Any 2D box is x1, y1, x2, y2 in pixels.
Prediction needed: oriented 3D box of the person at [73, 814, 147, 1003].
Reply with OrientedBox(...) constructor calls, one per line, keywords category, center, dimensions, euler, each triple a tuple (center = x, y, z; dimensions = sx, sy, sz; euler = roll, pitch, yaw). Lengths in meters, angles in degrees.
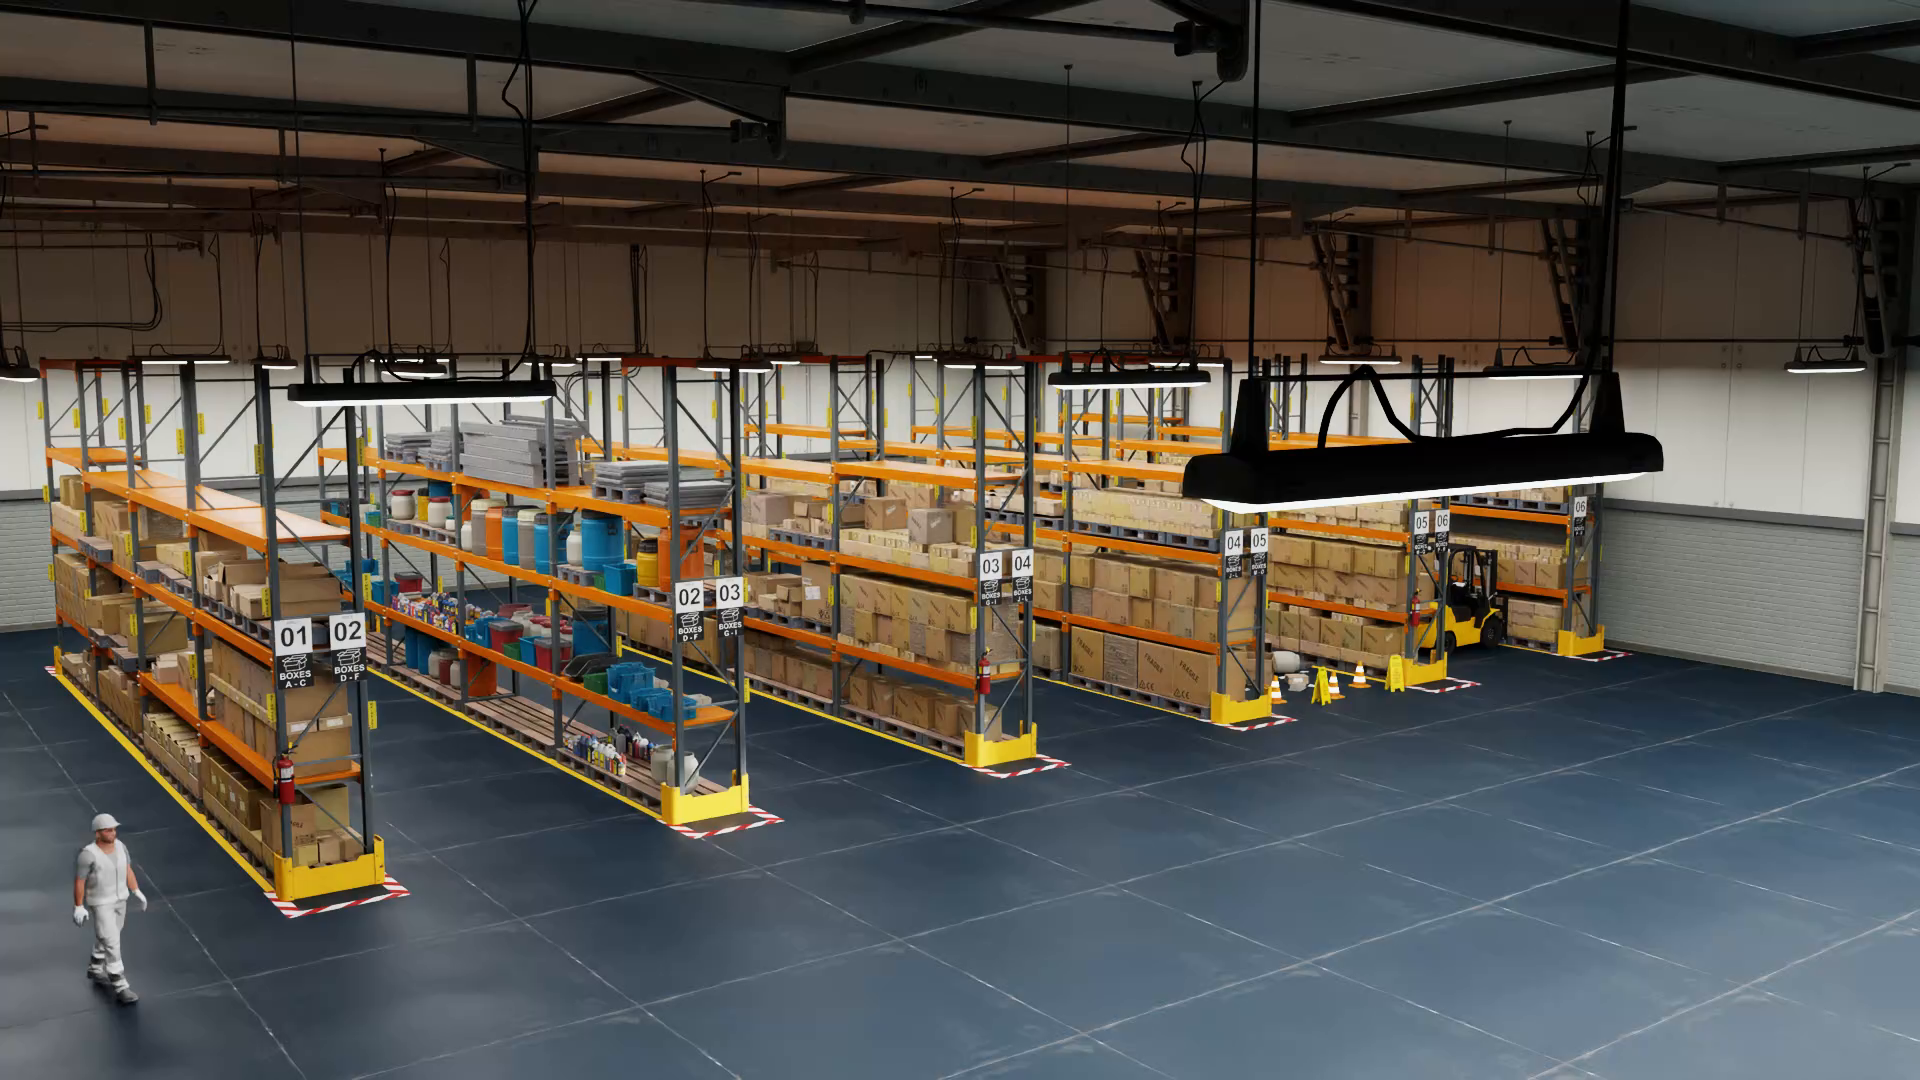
OrientedBox(category="person", center=(-8.232, 3.519, 16.134), dimensions=(0.937, 1.753, 0.580), euler=(3, 7, 21))
